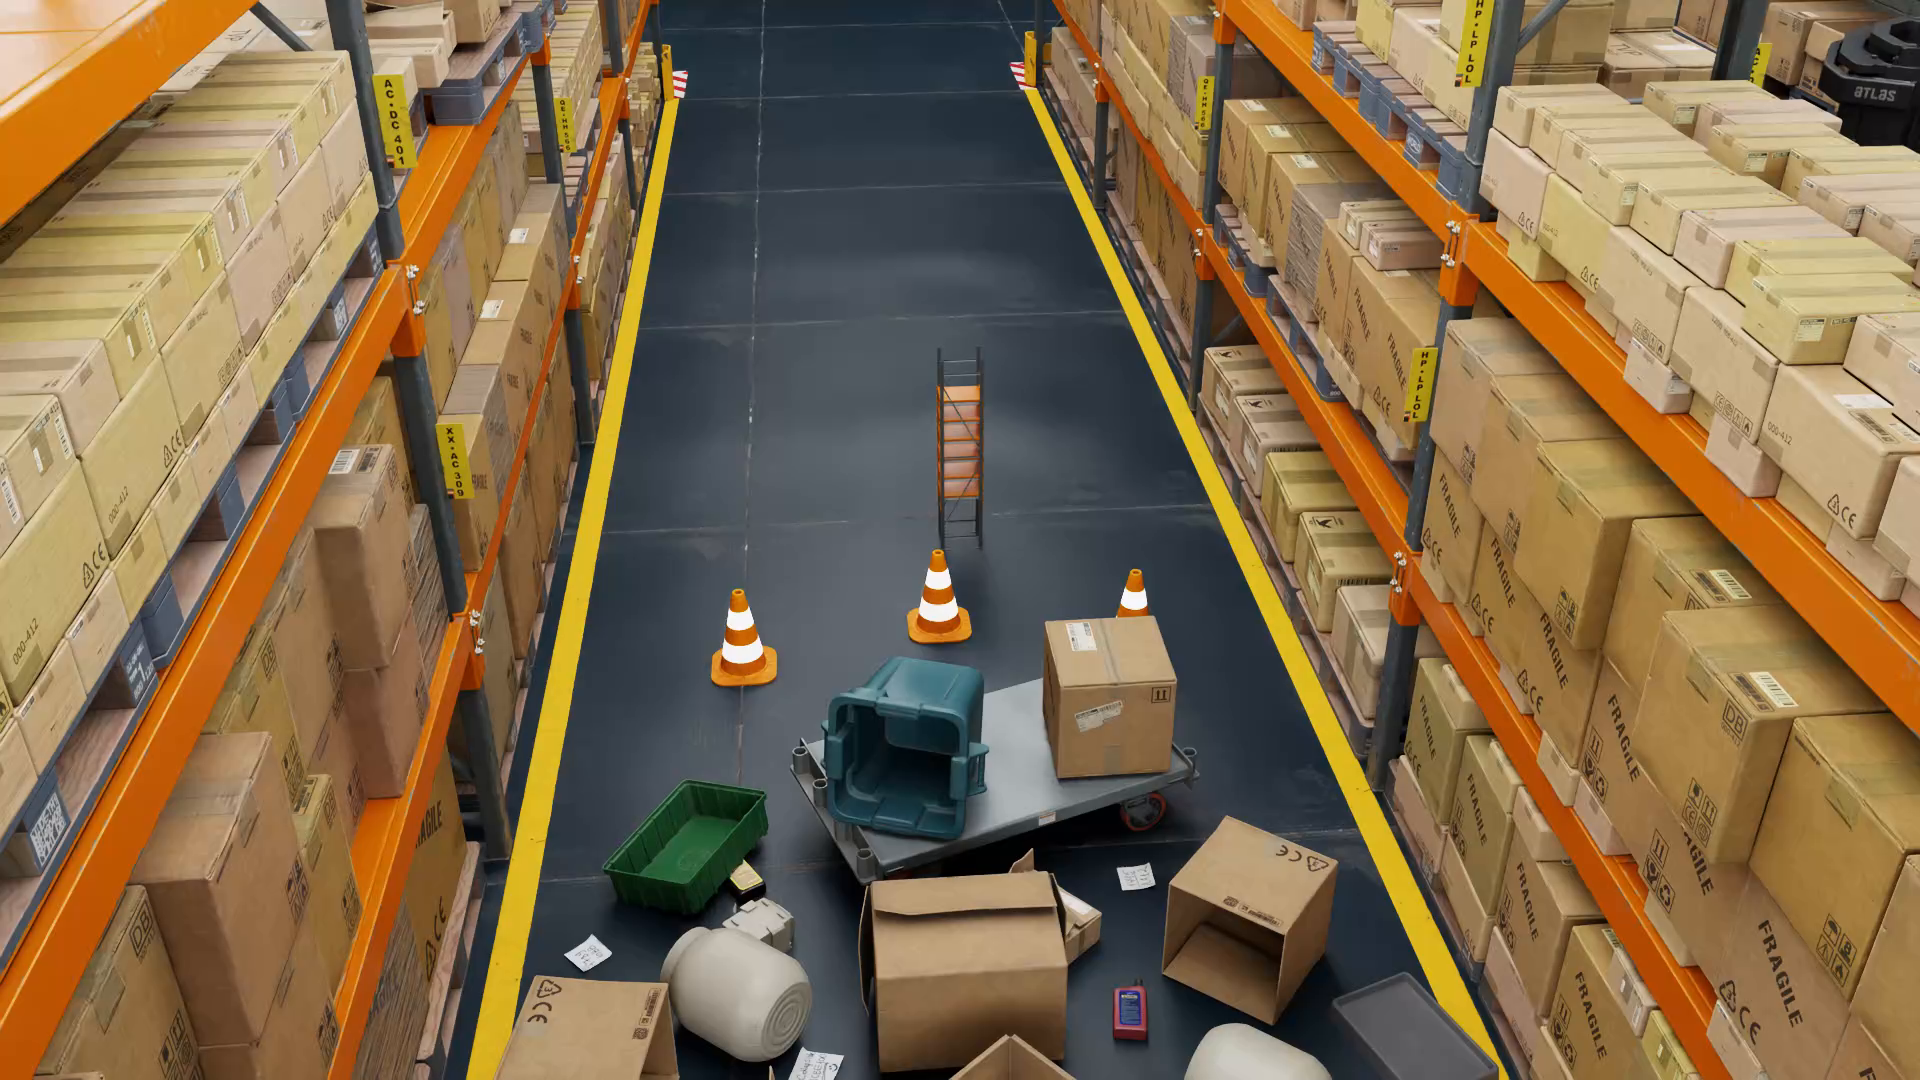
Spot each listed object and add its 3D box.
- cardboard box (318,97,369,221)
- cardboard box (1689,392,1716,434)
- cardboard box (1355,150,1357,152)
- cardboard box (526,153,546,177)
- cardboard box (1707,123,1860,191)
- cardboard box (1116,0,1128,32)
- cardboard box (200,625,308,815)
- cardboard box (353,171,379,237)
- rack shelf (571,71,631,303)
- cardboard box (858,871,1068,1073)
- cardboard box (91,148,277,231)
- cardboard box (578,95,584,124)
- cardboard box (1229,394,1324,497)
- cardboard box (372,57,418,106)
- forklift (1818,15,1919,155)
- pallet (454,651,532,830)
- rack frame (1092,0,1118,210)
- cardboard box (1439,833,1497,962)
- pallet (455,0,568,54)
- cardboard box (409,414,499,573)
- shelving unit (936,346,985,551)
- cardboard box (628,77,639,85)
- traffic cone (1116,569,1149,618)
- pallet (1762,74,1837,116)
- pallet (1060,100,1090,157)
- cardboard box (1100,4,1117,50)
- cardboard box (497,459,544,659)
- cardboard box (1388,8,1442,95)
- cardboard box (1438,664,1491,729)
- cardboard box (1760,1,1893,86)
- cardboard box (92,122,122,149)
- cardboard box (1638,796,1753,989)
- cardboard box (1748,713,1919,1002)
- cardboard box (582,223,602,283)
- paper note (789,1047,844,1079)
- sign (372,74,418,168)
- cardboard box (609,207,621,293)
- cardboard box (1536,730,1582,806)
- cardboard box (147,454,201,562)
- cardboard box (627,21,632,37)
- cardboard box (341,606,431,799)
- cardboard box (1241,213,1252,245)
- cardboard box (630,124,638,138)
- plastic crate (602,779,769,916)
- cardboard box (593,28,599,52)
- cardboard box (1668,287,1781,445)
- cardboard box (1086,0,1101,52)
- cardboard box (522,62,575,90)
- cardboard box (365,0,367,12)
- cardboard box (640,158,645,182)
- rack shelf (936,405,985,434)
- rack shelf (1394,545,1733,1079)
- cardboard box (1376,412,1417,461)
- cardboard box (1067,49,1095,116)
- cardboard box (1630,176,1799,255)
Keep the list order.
[{"bbox_3d":[-2.197,-1.205,5.267,0.500,0.250,0.500,-3,31,-5],"label":"cardboard box"},{"bbox_3d":[2.348,-0.379,4.779,0.380,0.149,0.250,-3,31,-4],"label":"cardboard box"},{"bbox_3d":[2.425,-2.069,9.493,0.500,0.500,0.500,-3,31,-5],"label":"cardboard box"},{"bbox_3d":[-2.718,-2.368,10.336,0.380,0.149,0.250,-1,31,-2],"label":"cardboard box"},{"bbox_3d":[2.703,-1.263,5.482,0.380,0.149,0.250,-2,31,-3],"label":"cardboard box"},{"bbox_3d":[1.503,-4.218,12.815,0.500,0.500,0.500,-3,31,-5],"label":"cardboard box"},{"bbox_3d":[-2.361,0.620,4.588,0.875,0.550,0.500,-3,31,-5],"label":"cardboard box"},{"bbox_3d":[-2.146,-1.102,5.483,0.380,0.149,0.250,-3,31,-5],"label":"cardboard box"},{"bbox_3d":[-3.059,-2.624,11.920,1.077,0.370,4.000,-3,31,-5],"label":"rack shelf"},{"bbox_3d":[0.013,1.645,6.374,0.797,0.637,0.503,-3,31,-5],"label":"cardboard box"},{"bbox_3d":[-2.052,-0.927,4.412,0.380,0.149,0.250,-3,31,-4],"label":"cardboard box"},{"bbox_3d":[-2.862,-3.032,11.737,0.380,0.149,0.250,-4,31,-6],"label":"cardboard box"},{"bbox_3d":[2.166,-0.588,9.962,0.950,0.372,0.625,-3,31,-6],"label":"cardboard box"},{"bbox_3d":[-2.349,-1.814,6.676,0.250,0.149,0.380,-3,31,-5],"label":"cardboard box"},{"bbox_3d":[5.150,-1.147,8.812,3.031,2.935,1.130,16,34,24],"label":"forklift"},{"bbox_3d":[-2.646,0.937,7.976,1.003,0.211,1.213,-3,31,-5],"label":"pallet"},{"bbox_3d":[1.673,-4.243,13.929,1.000,3.000,0.127,-3,31,-5],"label":"rack frame"},{"bbox_3d":[2.267,1.428,6.707,0.500,0.250,0.500,-1,31,-2],"label":"cardboard box"},{"bbox_3d":[-2.760,-2.792,8.759,1.213,0.211,1.003,-1,31,-2],"label":"pallet"},{"bbox_3d":[-2.280,-0.194,7.053,0.500,0.500,0.500,-2,31,-4],"label":"cardboard box"},{"bbox_3d":[0.001,-0.508,9.430,0.258,1.200,0.189,-3,31,-5],"label":"shelving unit"},{"bbox_3d":[-3.245,-4.283,15.787,0.380,0.149,0.250,-4,31,-6],"label":"cardboard box"},{"bbox_3d":[0.910,0.365,8.689,0.336,0.463,0.334,-3,31,-5],"label":"traffic cone"},{"bbox_3d":[6.802,-3.351,12.622,1.003,0.211,1.213,-3,31,-5],"label":"pallet"},{"bbox_3d":[1.562,-4.062,16.345,1.003,0.211,1.213,-3,31,-5],"label":"pallet"},{"bbox_3d":[1.433,-4.155,13.440,0.500,0.250,0.500,-4,31,-6],"label":"cardboard box"},{"bbox_3d":[-2.733,0.110,8.425,1.050,0.750,0.750,-3,31,-5],"label":"cardboard box"},{"bbox_3d":[2.179,-2.112,7.173,0.500,0.250,0.500,-2,31,-4],"label":"cardboard box"},{"bbox_3d":[2.158,0.622,6.692,0.380,0.149,0.250,-2,31,-4],"label":"cardboard box"},{"bbox_3d":[6.558,-3.783,12.652,0.700,0.500,0.500,-3,31,-5],"label":"cardboard box"},{"bbox_3d":[-2.778,-1.283,5.008,0.380,0.149,0.250,-3,31,-5],"label":"cardboard box"},{"bbox_3d":[2.383,0.938,4.868,0.500,0.500,0.500,-3,31,-5],"label":"cardboard box"},{"bbox_3d":[2.489,0.775,4.166,0.700,0.500,0.500,-2,31,-4],"label":"cardboard box"},{"bbox_3d":[-2.743,-1.964,11.410,0.500,0.250,0.500,-3,31,-5],"label":"cardboard box"},{"bbox_3d":[-0.550,2.014,6.357,0.172,0.023,0.155,8,32,13],"label":"paper note"},{"bbox_3d":[-1.946,-1.441,5.731,0.100,0.325,0.005,-3,31,-5],"label":"sign"},{"bbox_3d":[-2.835,-2.172,12.489,0.500,0.500,0.500,-3,31,-6],"label":"cardboard box"},{"bbox_3d":[2.240,0.779,5.766,0.380,0.149,0.250,-3,31,-4],"label":"cardboard box"},{"bbox_3d":[-1.956,-0.065,3.748,0.380,0.149,0.250,-3,31,-5],"label":"cardboard box"},{"bbox_3d":[-3.100,-4.540,14.670,0.380,0.149,0.250,-2,31,-4],"label":"cardboard box"},{"bbox_3d":[-2.379,0.533,5.786,0.875,0.550,0.550,-3,31,-5],"label":"cardboard box"},{"bbox_3d":[1.864,-1.810,9.692,0.380,0.149,0.250,-5,31,-8],"label":"cardboard box"},{"bbox_3d":[-3.158,-3.766,15.210,0.380,0.149,0.250,-1,31,-2],"label":"cardboard box"},{"bbox_3d":[-1.178,1.339,7.270,0.450,0.188,0.662,4,30,26],"label":"plastic crate"},{"bbox_3d":[-2.987,-3.826,12.776,0.380,0.149,0.250,-3,31,-4],"label":"cardboard box"},{"bbox_3d":[2.329,-0.495,4.585,0.500,0.250,0.500,-2,31,-4],"label":"cardboard box"},{"bbox_3d":[1.375,-4.510,14.279,0.500,0.500,0.500,-2,31,-4],"label":"cardboard box"},{"bbox_3d":[-2.847,-3.156,11.364,0.380,0.149,0.250,-2,31,-3],"label":"cardboard box"},{"bbox_3d":[-2.929,-2.487,7.643,0.500,0.311,0.500,-3,31,-5],"label":"cardboard box"},{"bbox_3d":[-2.985,-3.248,14.633,0.380,0.149,0.250,-2,31,-3],"label":"cardboard box"},{"bbox_3d":[0.001,-0.676,9.330,0.258,0.103,0.180,-3,31,-5],"label":"rack shelf"},{"bbox_3d":[2.607,1.171,5.566,1.077,0.370,4.000,-3,31,-5],"label":"rack shelf"},{"bbox_3d":[2.097,-0.480,7.465,0.380,0.149,0.250,-2,31,-4],"label":"cardboard box"},{"bbox_3d":[1.554,-4.566,16.559,0.875,0.438,0.875,-2,31,-3],"label":"cardboard box"},{"bbox_3d":[2.265,-0.978,5.005,0.380,0.149,0.250,-4,31,-6],"label":"cardboard box"}]
